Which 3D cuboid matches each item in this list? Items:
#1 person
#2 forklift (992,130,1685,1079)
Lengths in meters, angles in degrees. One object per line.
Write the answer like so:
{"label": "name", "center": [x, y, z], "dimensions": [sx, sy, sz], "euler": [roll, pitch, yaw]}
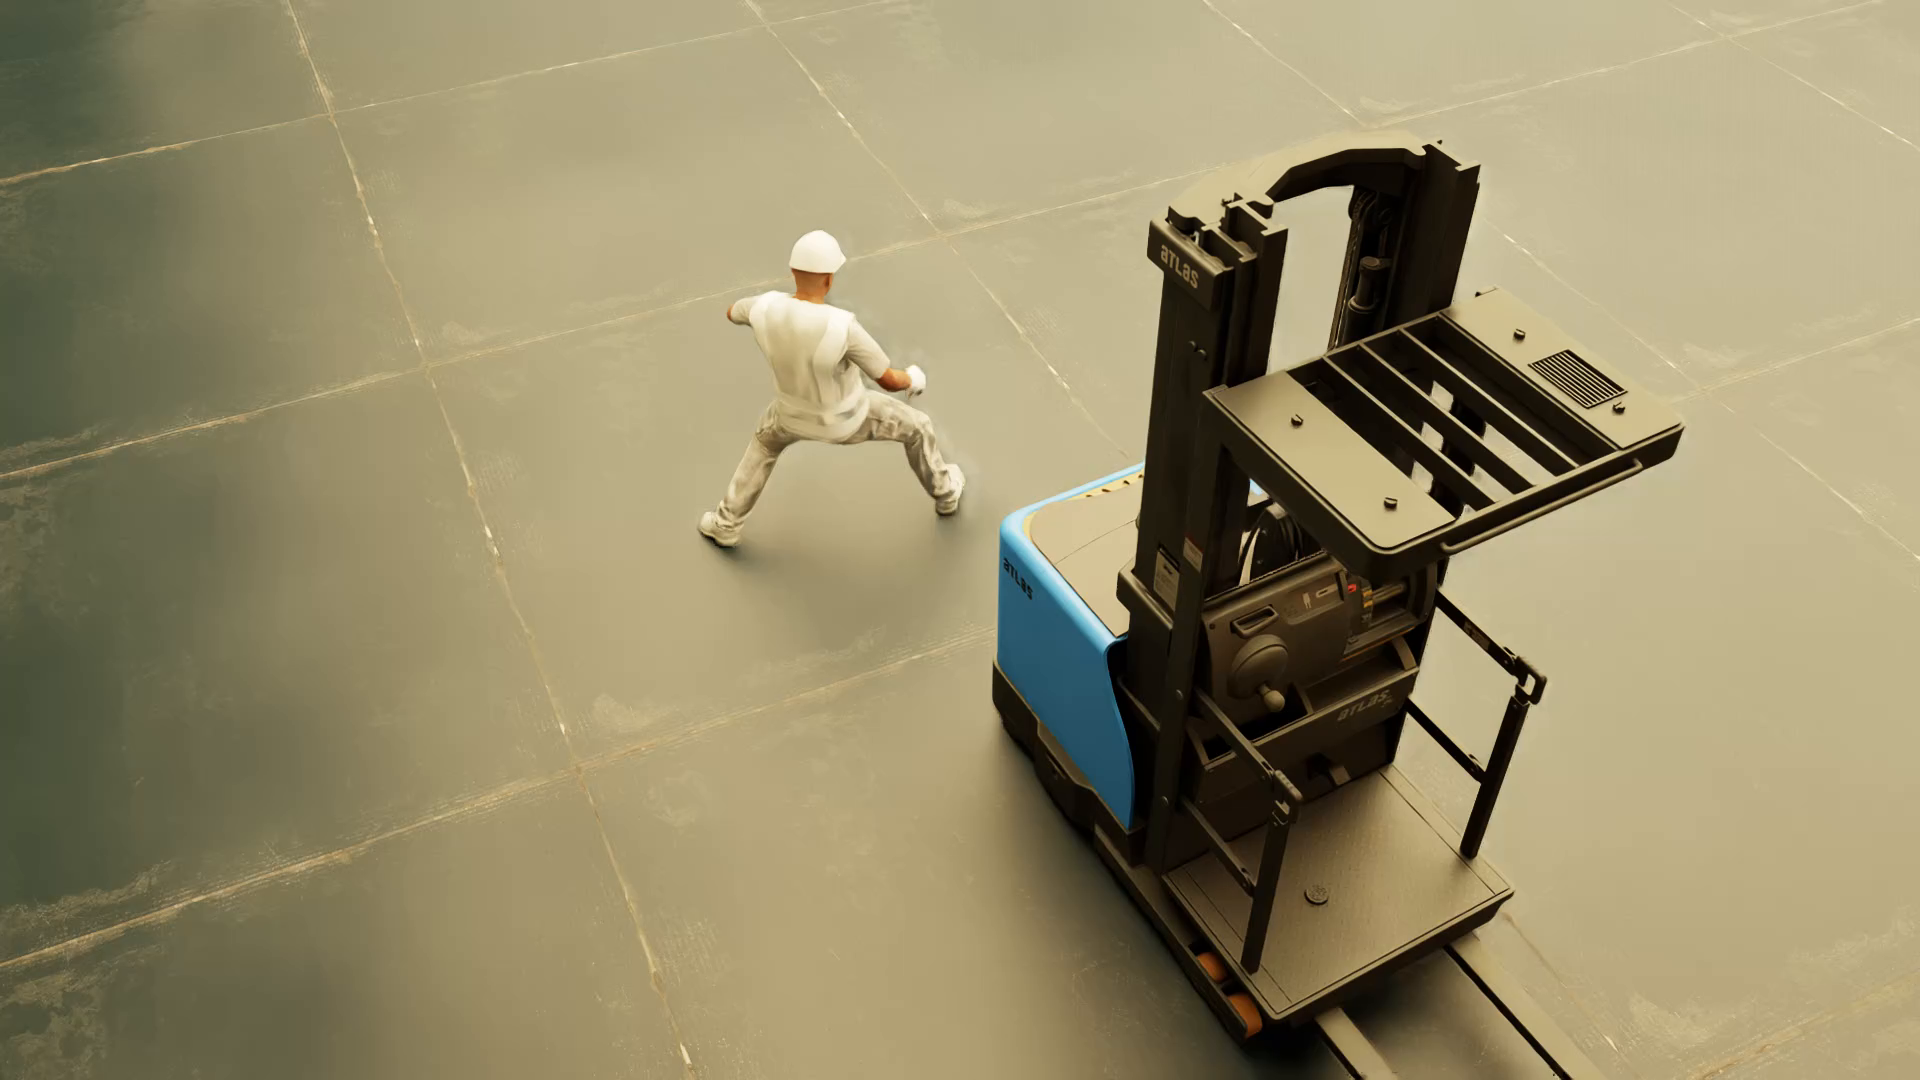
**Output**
{"label": "person", "center": [-0.598, -0.712, 7.448], "dimensions": [1.077, 1.617, 0.982], "euler": [20, 46, 20]}
{"label": "forklift", "center": [1.295, 0.341, 5.315], "dimensions": [1.130, 2.935, 3.031], "euler": [-21, 47, -21]}
